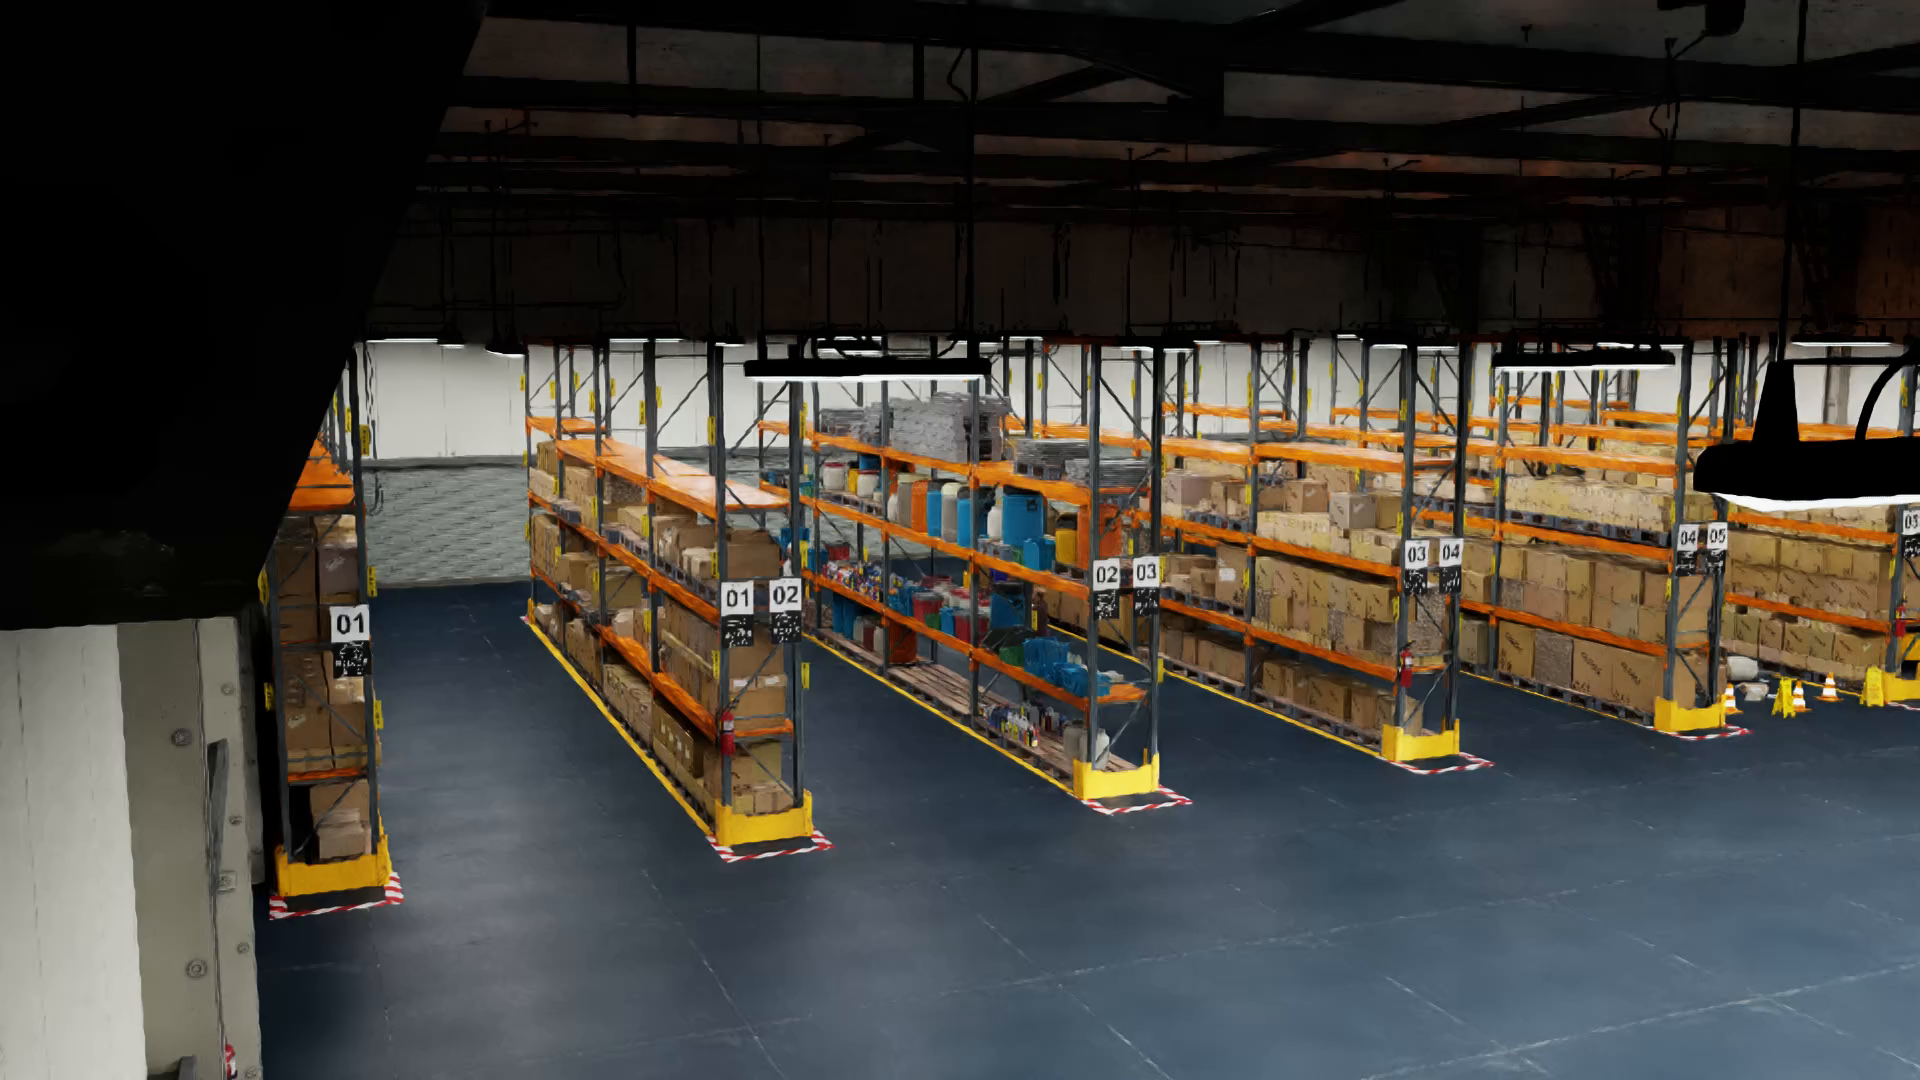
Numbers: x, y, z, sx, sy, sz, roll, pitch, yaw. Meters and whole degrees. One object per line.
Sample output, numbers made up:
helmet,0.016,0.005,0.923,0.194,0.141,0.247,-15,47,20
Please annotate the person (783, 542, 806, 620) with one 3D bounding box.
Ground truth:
person,-3.498,0.926,34.035,0.586,1.786,0.739,-3,8,-20

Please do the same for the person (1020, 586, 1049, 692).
person,1.295,1.668,28.378,0.551,1.782,0.636,1,8,8

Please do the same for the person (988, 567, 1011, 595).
person,0.839,0.963,34.369,0.451,1.569,1.080,-3,8,-19
